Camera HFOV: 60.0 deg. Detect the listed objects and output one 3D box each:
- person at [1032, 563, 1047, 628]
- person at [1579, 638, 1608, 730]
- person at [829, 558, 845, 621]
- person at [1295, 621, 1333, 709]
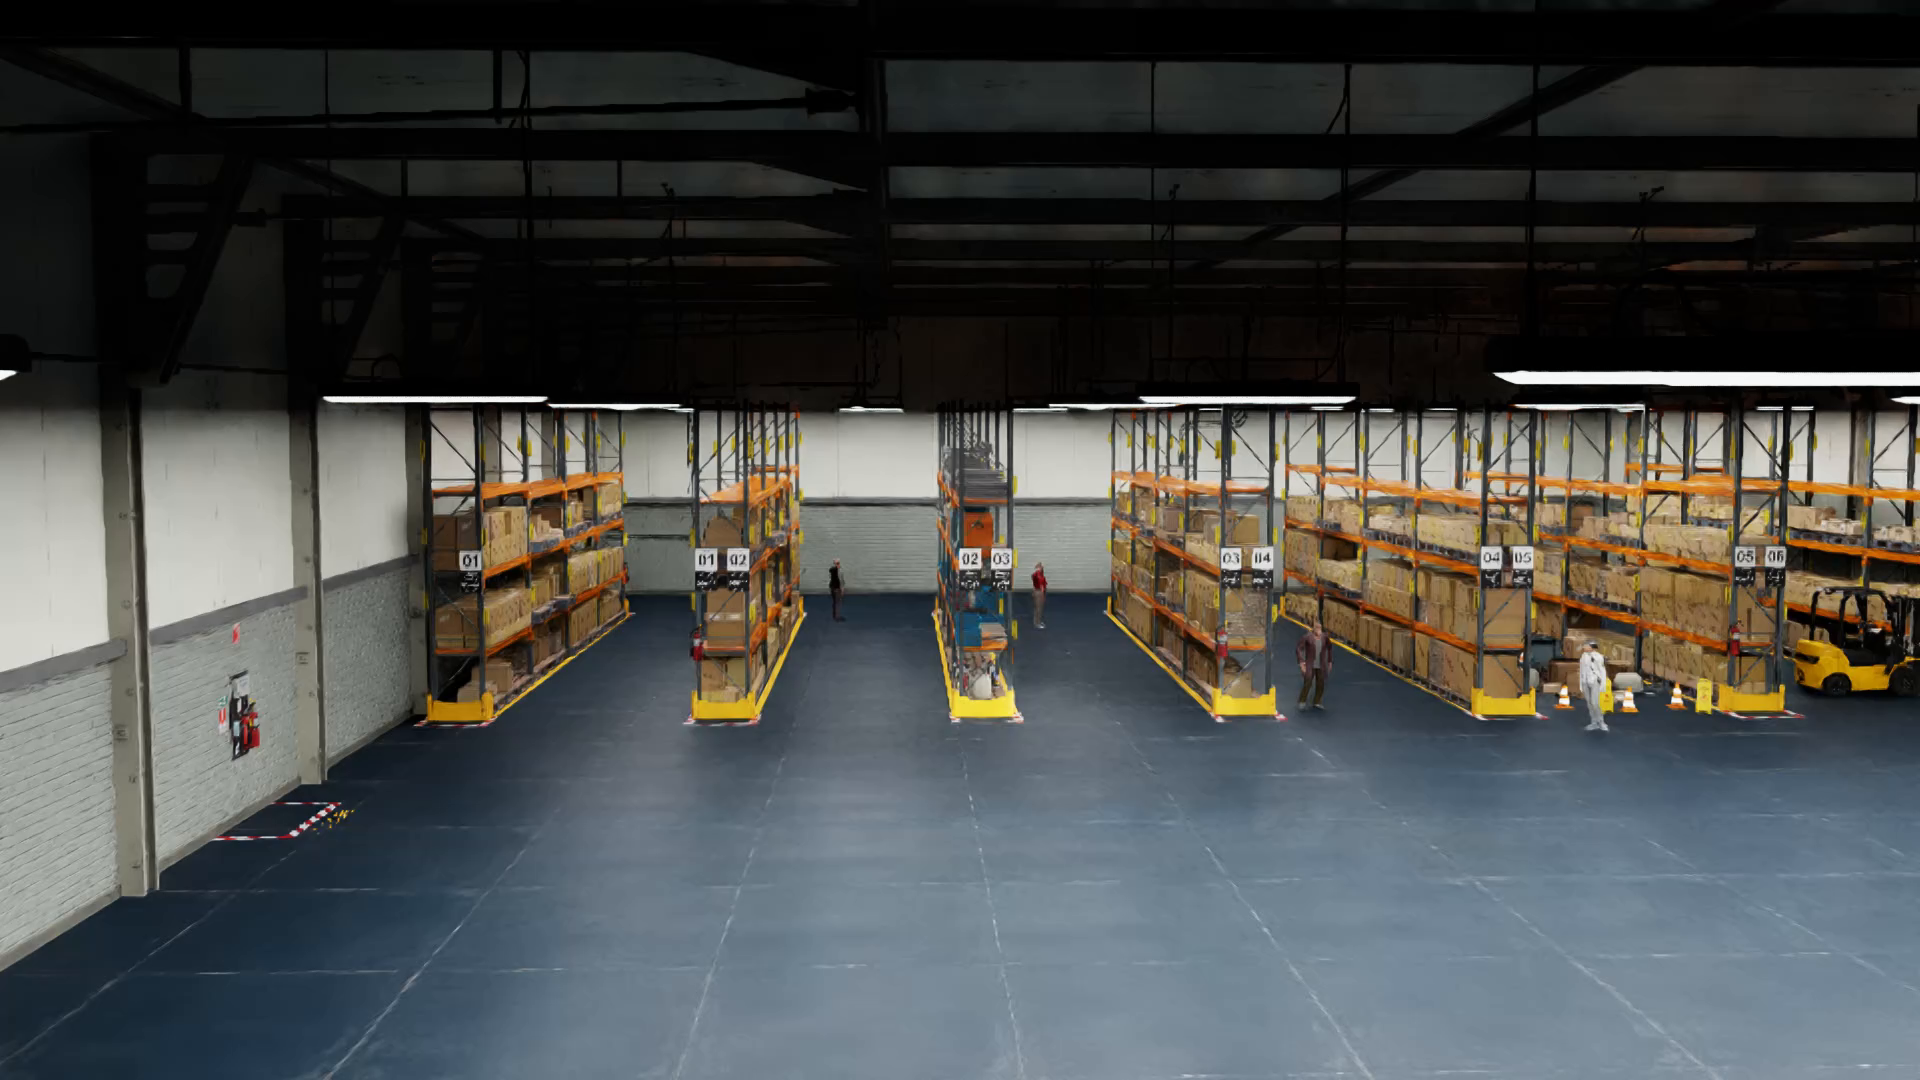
[{"bbox_3d":[2.127,1.466,44.491,0.407,1.730,0.655,-1,5,-18],"label":"person"},{"bbox_3d":[11.446,2.597,30.052,0.396,1.670,0.577,-3,5,-32],"label":"person"},{"bbox_3d":[-3.359,1.357,45.987,0.447,1.730,0.586,-3,5,-32],"label":"person"},{"bbox_3d":[6.850,2.418,32.197,0.729,1.732,0.534,0,4,-6],"label":"person"}]
